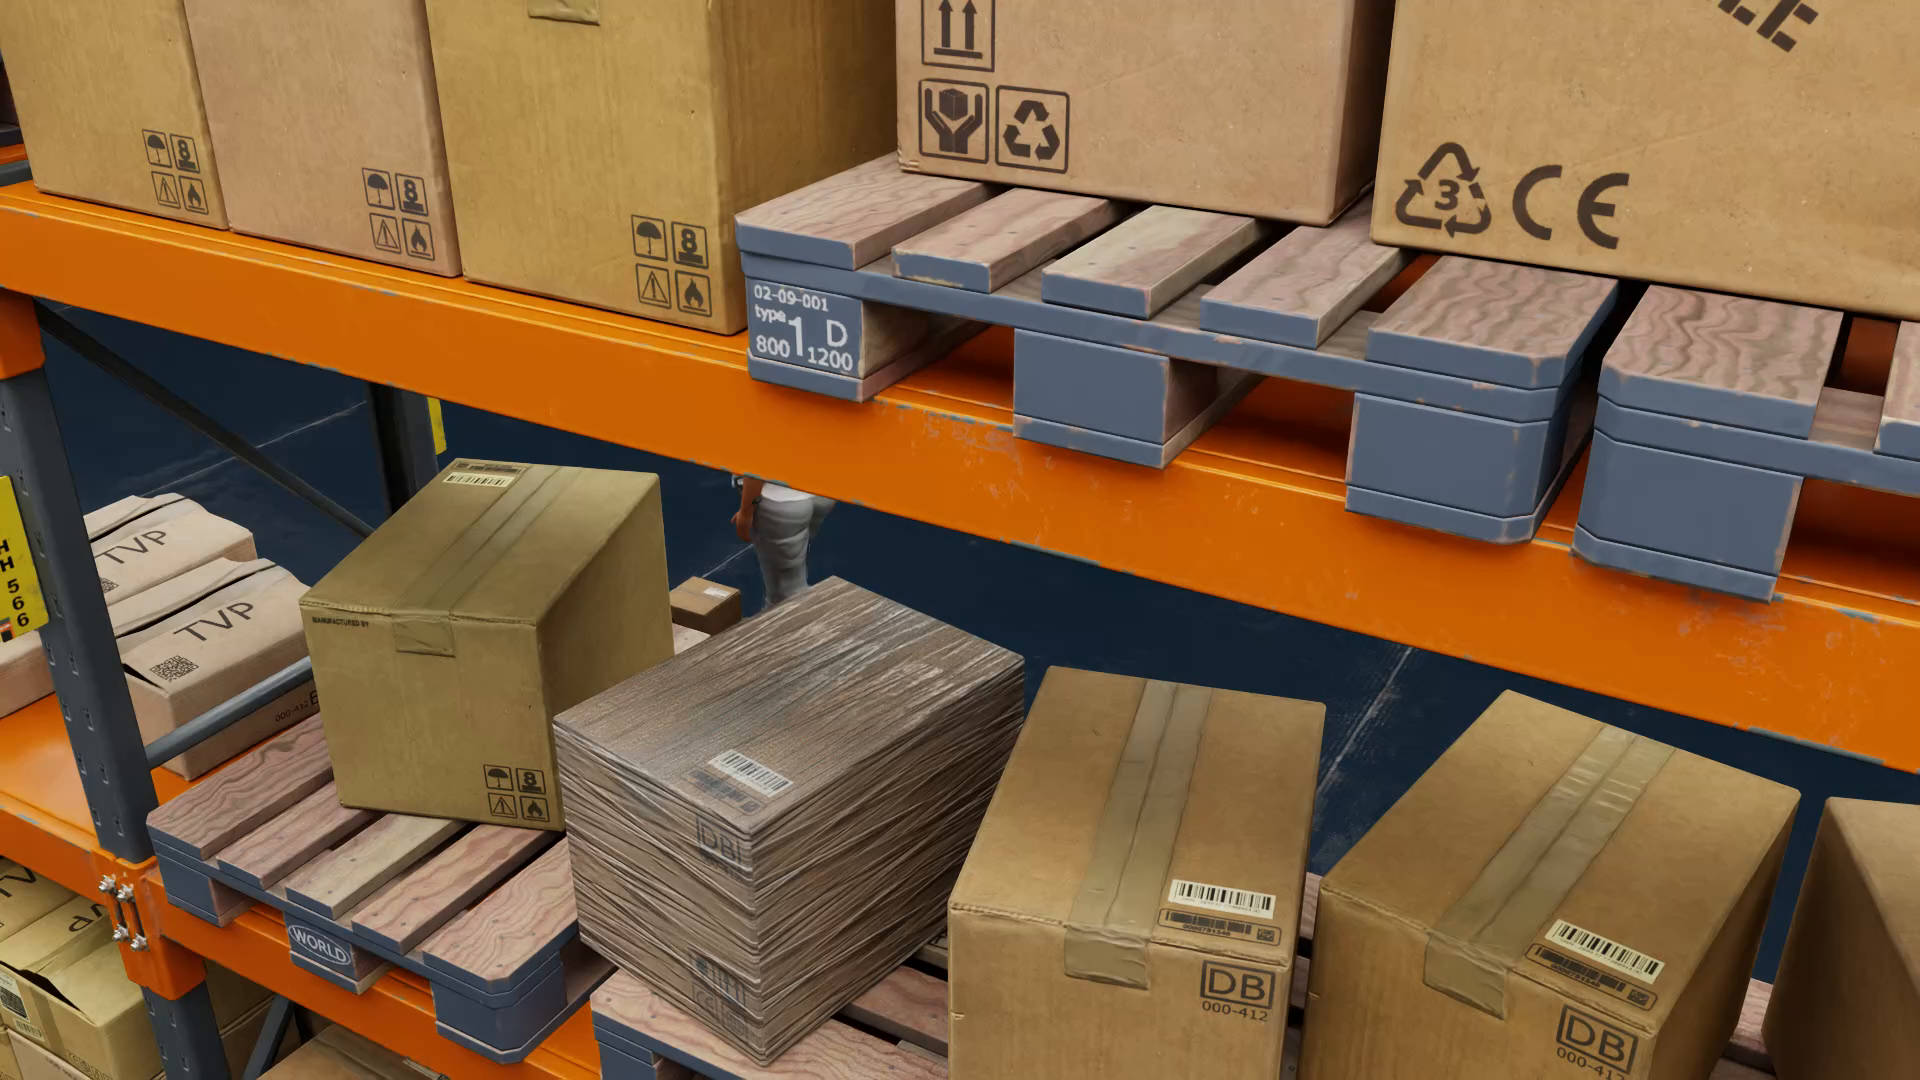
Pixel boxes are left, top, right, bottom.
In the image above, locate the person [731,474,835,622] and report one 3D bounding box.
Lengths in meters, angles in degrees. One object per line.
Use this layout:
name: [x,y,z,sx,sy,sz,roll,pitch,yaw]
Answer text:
person: [-0.758,-0.200,6.518,0.640,1.662,0.484,14,30,26]
